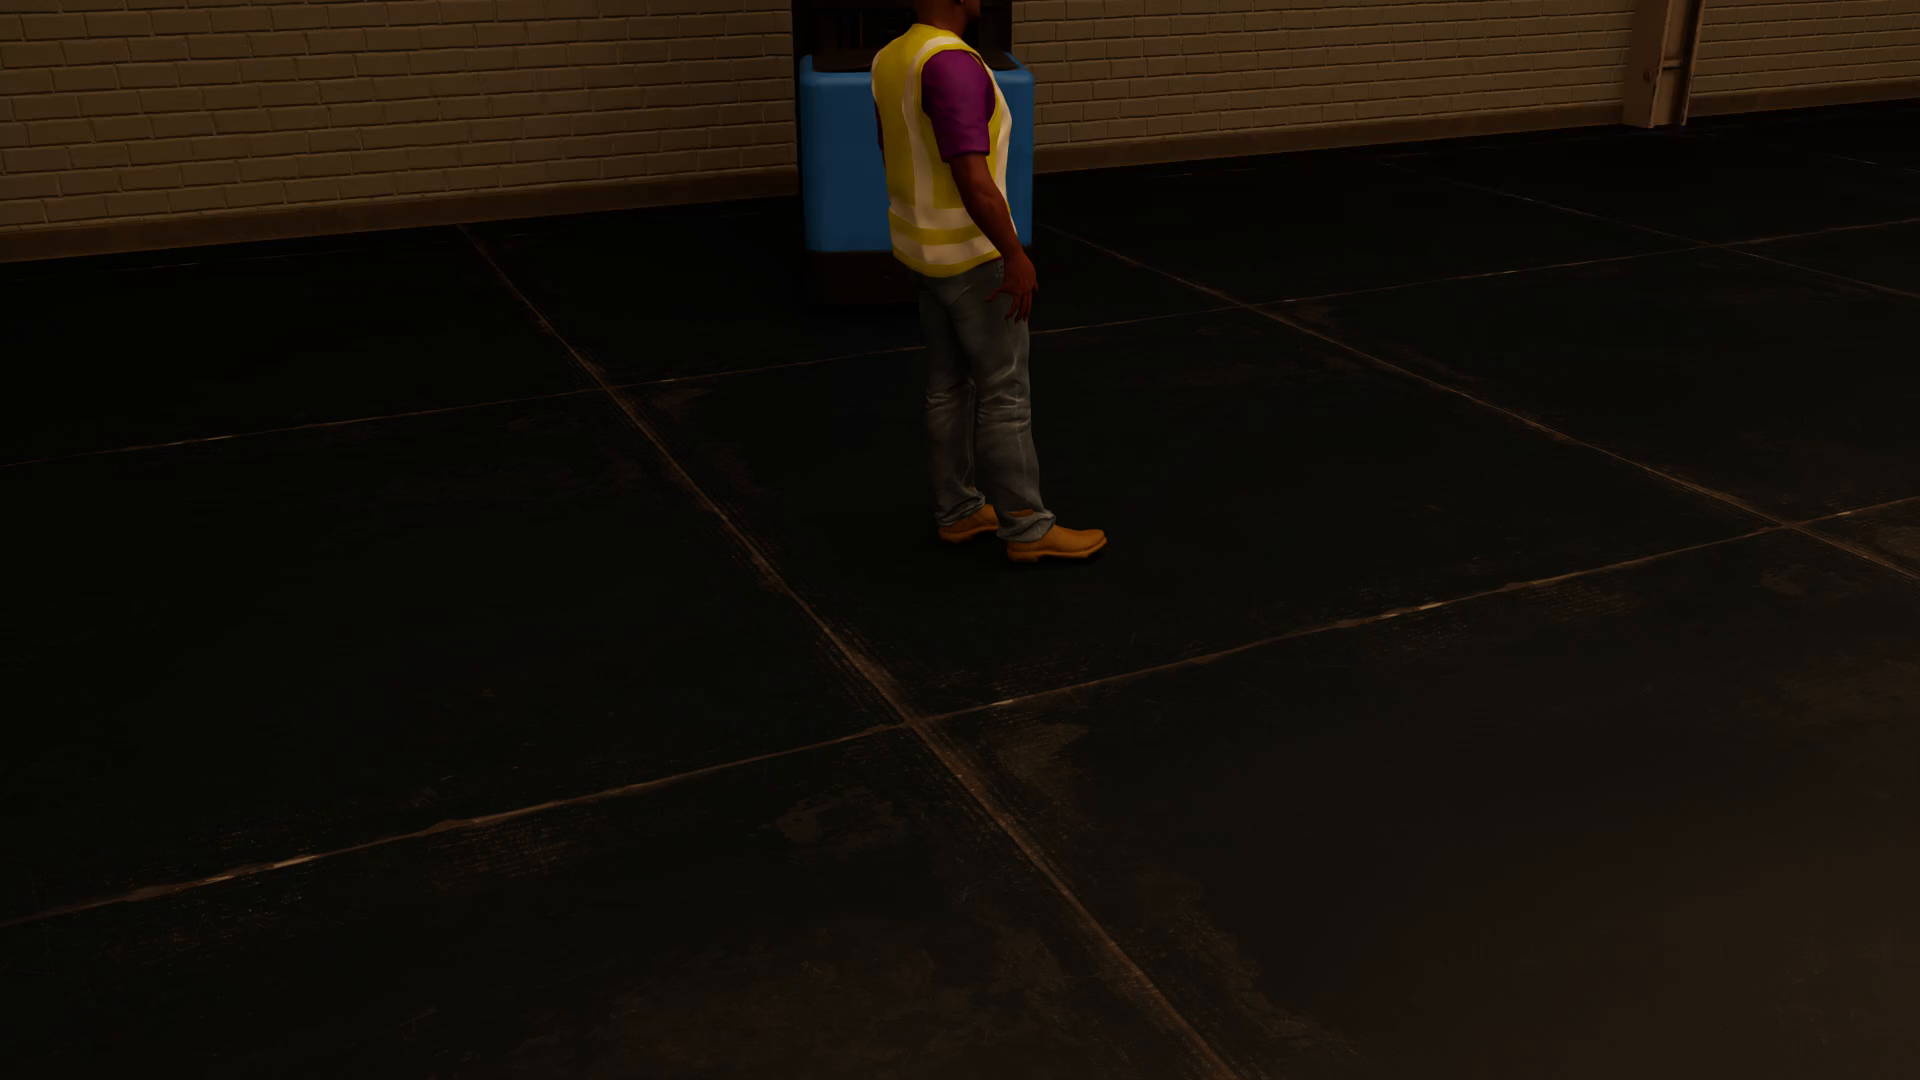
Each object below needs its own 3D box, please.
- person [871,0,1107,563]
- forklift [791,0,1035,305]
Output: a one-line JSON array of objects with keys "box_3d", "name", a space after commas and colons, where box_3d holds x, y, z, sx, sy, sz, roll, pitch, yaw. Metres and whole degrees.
[{"box_3d": [0.066, -0.832, 4.789, 0.575, 1.768, 0.666, -10, 25, -23], "name": "person"}, {"box_3d": [-0.309, -2.932, 8.343, 1.130, 2.935, 3.031, -2, 23, -5], "name": "forklift"}]
